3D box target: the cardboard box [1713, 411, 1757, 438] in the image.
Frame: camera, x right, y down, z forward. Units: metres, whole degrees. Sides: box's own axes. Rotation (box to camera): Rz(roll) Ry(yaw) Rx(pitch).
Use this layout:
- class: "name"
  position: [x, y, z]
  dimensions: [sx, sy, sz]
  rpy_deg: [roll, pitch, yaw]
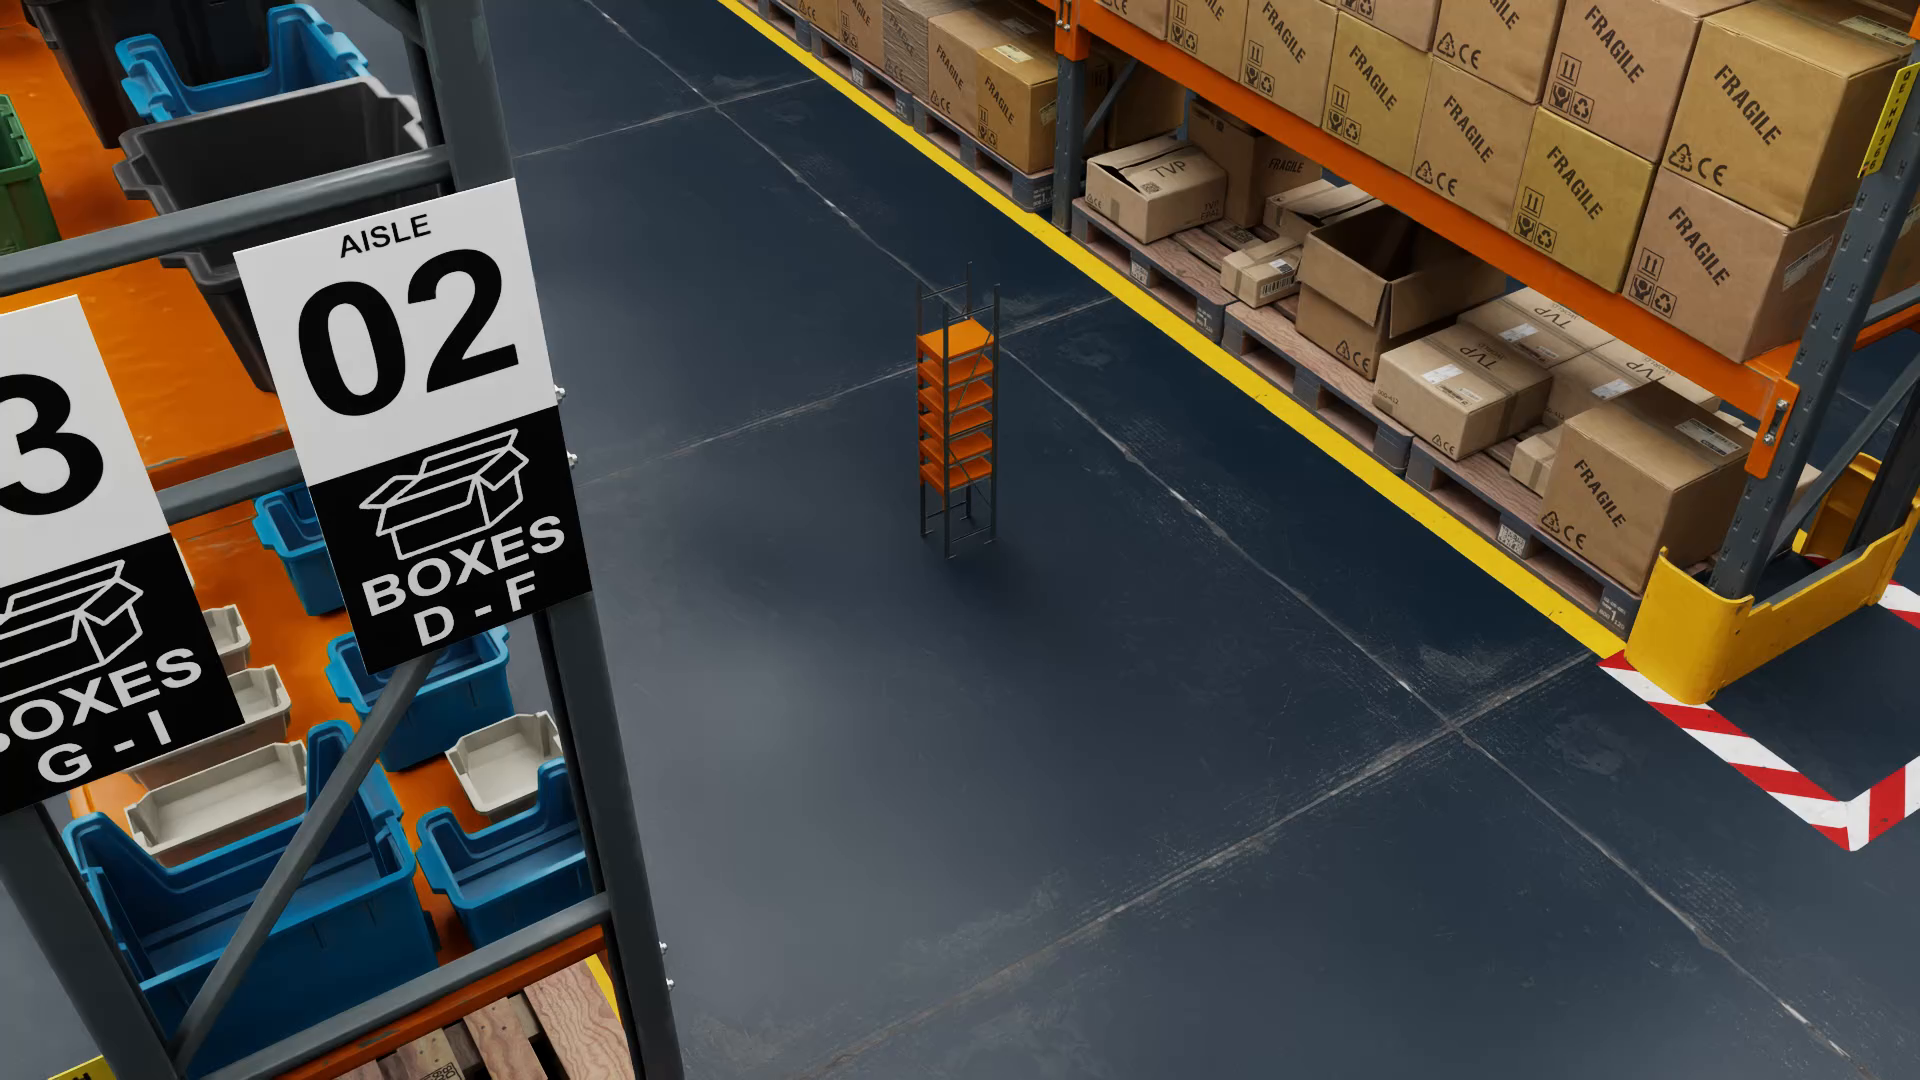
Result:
- class: "cardboard box"
  position: [3.015, -0.349, 6.695]
  dimensions: [0.380, 0.166, 0.250]
  rpy_deg: [-22, 45, -24]

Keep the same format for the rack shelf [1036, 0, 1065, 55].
- class: "rack shelf"
  position: [-0.142, -3.751, 9.470]
  dimensions: [1.077, 0.370, 4.000]
  rpy_deg: [-22, 45, -24]

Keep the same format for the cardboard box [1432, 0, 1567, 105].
- class: "cardboard box"
  position: [2.058, -1.908, 5.837]
  dimensions: [0.500, 0.500, 0.500]
  rpy_deg: [-21, 44, -23]

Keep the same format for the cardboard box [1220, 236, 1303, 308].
- class: "cardboard box"
  position: [1.451, -1.264, 7.793]
  dimensions: [0.380, 0.166, 0.250]
  rpy_deg: [-22, 45, -24]

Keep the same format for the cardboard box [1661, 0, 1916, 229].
- class: "cardboard box"
  position: [2.614, -1.357, 5.176]
  dimensions: [0.500, 0.500, 0.500]
  rpy_deg: [-23, 45, -25]

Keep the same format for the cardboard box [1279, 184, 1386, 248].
- class: "cardboard box"
  position: [1.883, -1.469, 7.927]
  dimensions: [0.500, 0.311, 0.500]
  rpy_deg: [-22, 45, -24]

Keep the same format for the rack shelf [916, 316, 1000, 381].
- class: "rack shelf"
  position: [-0.008, -0.711, 6.173]
  dimensions: [0.258, 0.103, 0.180]
  rpy_deg: [-22, 45, -24]

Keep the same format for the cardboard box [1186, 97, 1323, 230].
- class: "cardboard box"
  position: [1.479, -1.947, 8.352]
  dimensions: [0.500, 0.500, 0.500]
  rpy_deg: [-22, 45, -24]

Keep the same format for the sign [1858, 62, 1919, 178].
- class: "sign"
  position: [2.606, -1.175, 4.665]
  dimensions: [0.100, 0.325, 0.005]
  rpy_deg: [-22, 45, -24]

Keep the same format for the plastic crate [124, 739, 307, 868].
- class: "plastic crate"
  position: [-1.685, 0.615, 3.828]
  dimensions: [0.396, 0.136, 0.243]
  rpy_deg: [-22, 45, -24]

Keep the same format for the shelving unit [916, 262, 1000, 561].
- class: "shelving unit"
  position: [-0.008, -0.469, 6.375]
  dimensions: [0.258, 1.200, 0.189]
  rpy_deg: [-22, 45, -24]

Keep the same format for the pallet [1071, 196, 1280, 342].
- class: "pallet"
  position: [1.302, -1.505, 8.392]
  dimensions: [1.003, 0.211, 1.213]
  rpy_deg: [-22, 45, -24]

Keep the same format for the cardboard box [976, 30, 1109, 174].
- class: "cardboard box"
  position: [0.427, -2.324, 8.805]
  dimensions: [0.500, 0.500, 0.500]
  rpy_deg: [-22, 45, -25]

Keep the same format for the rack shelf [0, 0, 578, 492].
- class: "rack shelf"
  position: [-2.169, -1.041, 3.875]
  dimensions: [1.077, 0.370, 4.000]
  rpy_deg: [-22, 45, -24]

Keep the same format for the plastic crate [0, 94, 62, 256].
- class: "plastic crate"
  position: [-1.865, -0.591, 2.938]
  dimensions: [0.450, 0.188, 0.336]
  rpy_deg: [-22, 45, -24]

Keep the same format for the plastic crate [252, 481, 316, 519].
- class: "plastic crate"
  position: [-1.818, -0.164, 4.687]
  dimensions: [0.416, 0.233, 0.300]
  rpy_deg: [-22, 45, -24]

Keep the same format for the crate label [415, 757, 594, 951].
- class: "crate label"
  position: [-0.949, 0.709, 3.640]
  dimensions: [0.416, 0.233, 0.303]
  rpy_deg: [-22, 45, -24]

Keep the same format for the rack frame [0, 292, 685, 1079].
- class: "rack frame"
  position: [-1.094, 0.914, 3.310]
  dimensions: [1.000, 3.000, 0.127]
  rpy_deg: [-22, 45, -24]

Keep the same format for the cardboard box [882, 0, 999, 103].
- class: "cardboard box"
  position: [-0.101, -2.865, 9.454]
  dimensions: [0.500, 0.500, 0.500]
  rpy_deg: [-22, 44, -24]

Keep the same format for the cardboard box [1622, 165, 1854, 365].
- class: "cardboard box"
  position: [2.614, -0.975, 5.499]
  dimensions: [0.500, 0.500, 0.500]
  rpy_deg: [-21, 44, -23]

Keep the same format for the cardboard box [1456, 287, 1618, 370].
- class: "cardboard box"
  position: [2.494, -0.832, 7.210]
  dimensions: [0.500, 0.250, 0.500]
  rpy_deg: [-22, 45, -24]

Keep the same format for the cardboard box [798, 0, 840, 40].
- class: "cardboard box"
  position: [-0.661, -3.418, 10.118]
  dimensions: [0.500, 0.500, 0.500]
  rpy_deg: [-23, 45, -25]

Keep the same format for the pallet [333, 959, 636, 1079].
- class: "pallet"
  position: [-1.504, 1.527, 4.753]
  dimensions: [1.003, 0.211, 1.213]
  rpy_deg: [-22, 45, -24]

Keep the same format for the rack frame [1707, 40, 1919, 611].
- class: "rack frame"
  position: [3.085, -0.789, 5.353]
  dimensions: [1.000, 3.000, 0.127]
  rpy_deg: [-22, 45, -24]

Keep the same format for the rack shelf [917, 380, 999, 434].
- class: "rack shelf"
  position: [-0.008, -0.527, 6.327]
  dimensions: [0.258, 0.103, 0.180]
  rpy_deg: [-22, 45, -24]

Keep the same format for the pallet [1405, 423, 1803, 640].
- class: "pallet"
  position: [2.614, -0.188, 6.811]
  dimensions: [1.003, 0.211, 1.213]
  rpy_deg: [-22, 45, -24]

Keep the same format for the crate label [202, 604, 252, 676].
- class: "crate label"
  position: [-1.999, 0.311, 4.192]
  dimensions: [0.396, 0.136, 0.243]
  rpy_deg: [-22, 45, -24]

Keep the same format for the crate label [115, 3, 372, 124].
- class: "crate label"
  position: [-1.317, -0.790, 3.128]
  dimensions: [0.408, 0.251, 0.502]
  rpy_deg: [-22, 45, -24]

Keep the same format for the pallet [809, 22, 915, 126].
- class: "pallet"
  position: [-0.195, -2.962, 10.139]
  dimensions: [1.003, 0.211, 1.213]
  rpy_deg: [-22, 45, -24]

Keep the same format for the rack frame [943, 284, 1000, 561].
- class: "rack frame"
  position: [0.041, -0.419, 6.316]
  dimensions: [0.240, 1.200, 0.006]
  rpy_deg: [-22, 45, -24]

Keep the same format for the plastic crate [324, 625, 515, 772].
- class: "plastic crate"
  position: [-1.303, 0.354, 4.066]
  dimensions: [0.416, 0.233, 0.300]
  rpy_deg: [-22, 45, -24]

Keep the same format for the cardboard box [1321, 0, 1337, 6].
- class: "cardboard box"
  position: [1.504, -2.463, 6.504]
  dimensions: [0.500, 0.500, 0.500]
  rpy_deg: [-24, 45, -26]

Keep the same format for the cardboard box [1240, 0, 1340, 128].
- class: "cardboard box"
  position: [1.523, -2.071, 6.814]
  dimensions: [0.500, 0.500, 0.500]
  rpy_deg: [-22, 45, -25]

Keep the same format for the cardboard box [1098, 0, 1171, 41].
- class: "cardboard box"
  position: [0.978, -2.617, 7.470]
  dimensions: [0.500, 0.500, 0.500]
  rpy_deg: [-21, 44, -23]

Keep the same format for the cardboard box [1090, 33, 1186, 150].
- class: "cardboard box"
  position: [0.879, -2.501, 9.018]
  dimensions: [0.500, 0.500, 0.500]
  rpy_deg: [-24, 46, -26]

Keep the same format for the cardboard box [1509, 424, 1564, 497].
- class: "cardboard box"
  position: [2.443, -0.328, 6.670]
  dimensions: [0.380, 0.166, 0.250]
  rpy_deg: [-22, 45, -24]

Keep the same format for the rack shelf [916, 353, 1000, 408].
- class: "rack shelf"
  position: [-0.008, -0.619, 6.250]
  dimensions: [0.258, 0.103, 0.180]
  rpy_deg: [-22, 45, -24]

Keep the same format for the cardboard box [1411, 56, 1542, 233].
- class: "cardboard box"
  position: [2.069, -1.525, 6.159]
  dimensions: [0.500, 0.500, 0.500]
  rpy_deg: [-22, 45, -24]

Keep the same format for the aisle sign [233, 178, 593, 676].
- class: "aisle sign"
  position: [-0.805, -0.148, 2.554]
  dimensions: [0.394, 0.787, 0.004]
  rpy_deg: [-22, 45, -24]
